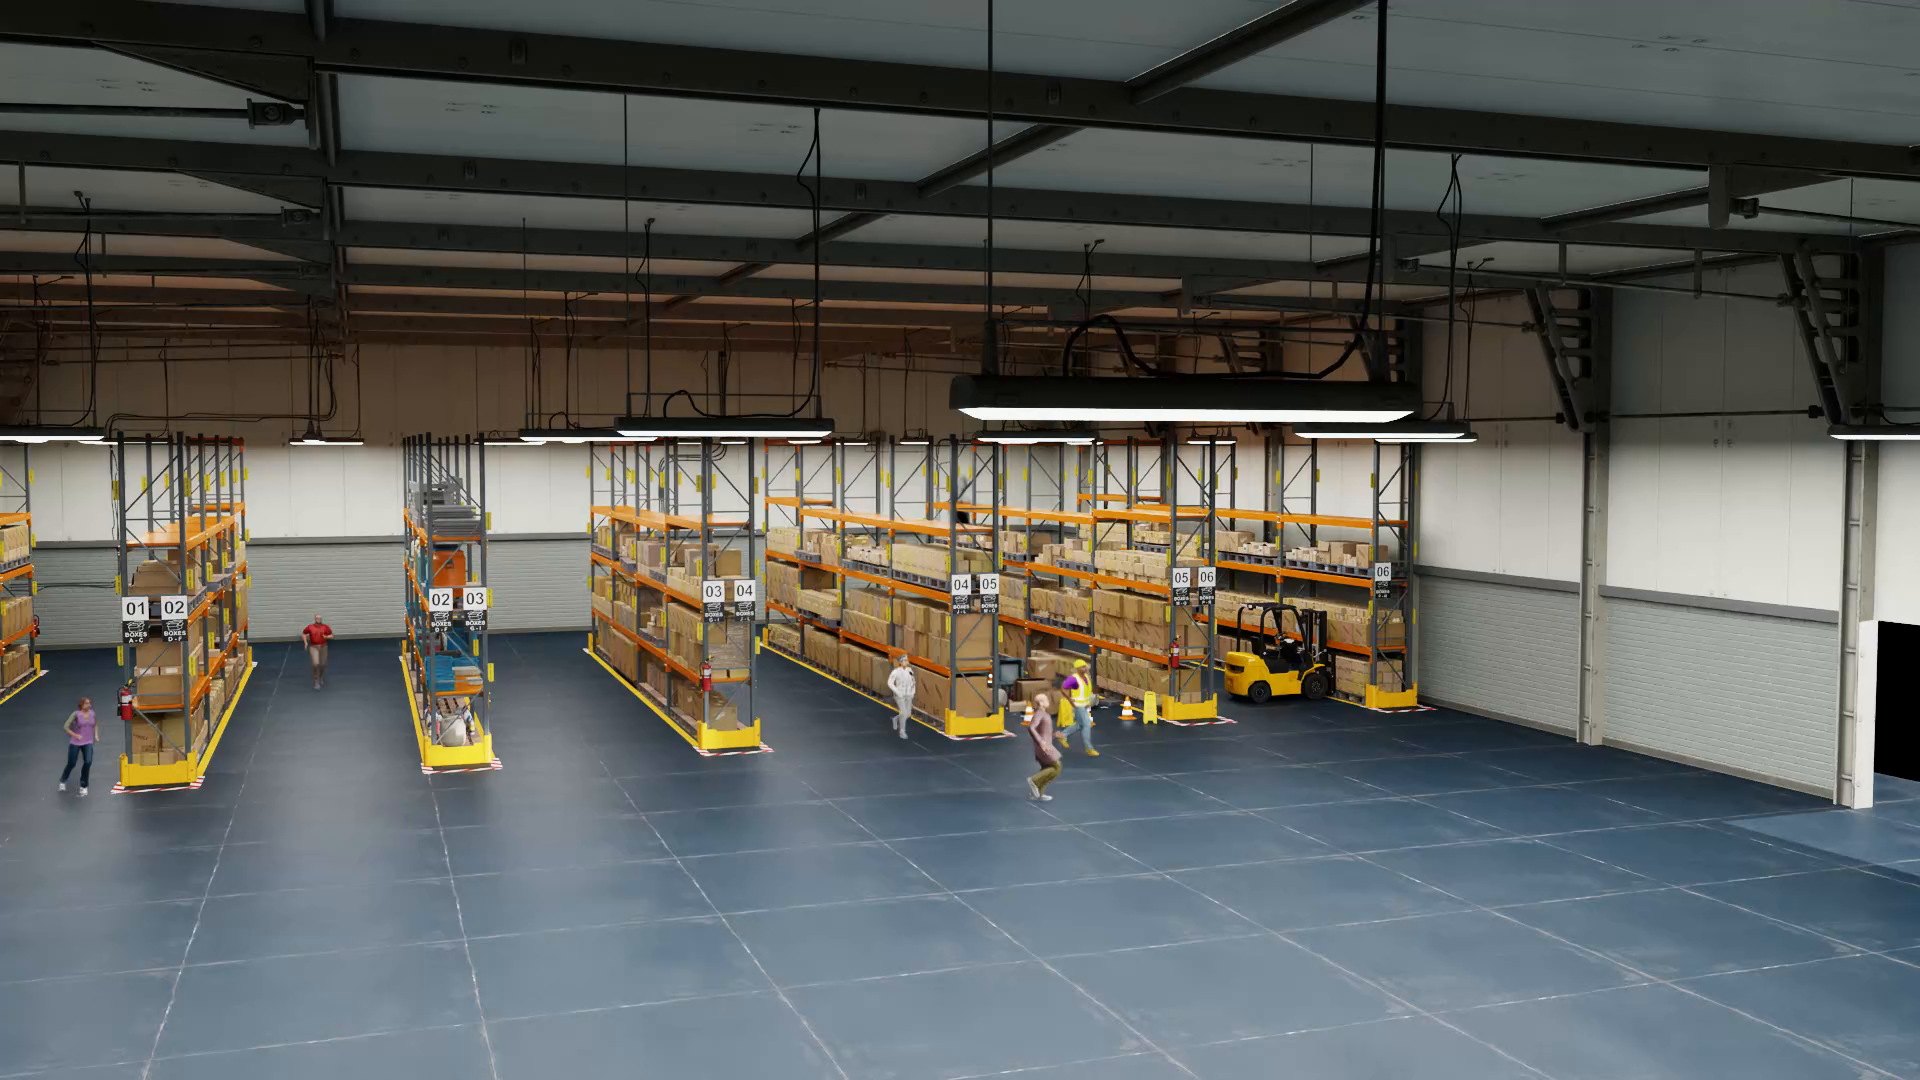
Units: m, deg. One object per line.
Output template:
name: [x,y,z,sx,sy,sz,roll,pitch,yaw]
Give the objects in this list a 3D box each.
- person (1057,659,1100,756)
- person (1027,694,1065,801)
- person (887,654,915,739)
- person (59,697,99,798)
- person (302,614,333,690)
person: [2.239,3.112,31.104,0.908,1.780,0.682,2,4,30]
person: [1.394,3.357,26.916,0.626,1.733,0.700,0,3,3]
person: [-1.165,3.083,33.026,0.651,1.667,0.617,-2,4,-36]
person: [-14.532,3.414,27.537,0.766,1.594,0.609,3,4,43]
person: [-15.327,2.656,39.739,0.640,1.788,0.837,-2,4,-35]
